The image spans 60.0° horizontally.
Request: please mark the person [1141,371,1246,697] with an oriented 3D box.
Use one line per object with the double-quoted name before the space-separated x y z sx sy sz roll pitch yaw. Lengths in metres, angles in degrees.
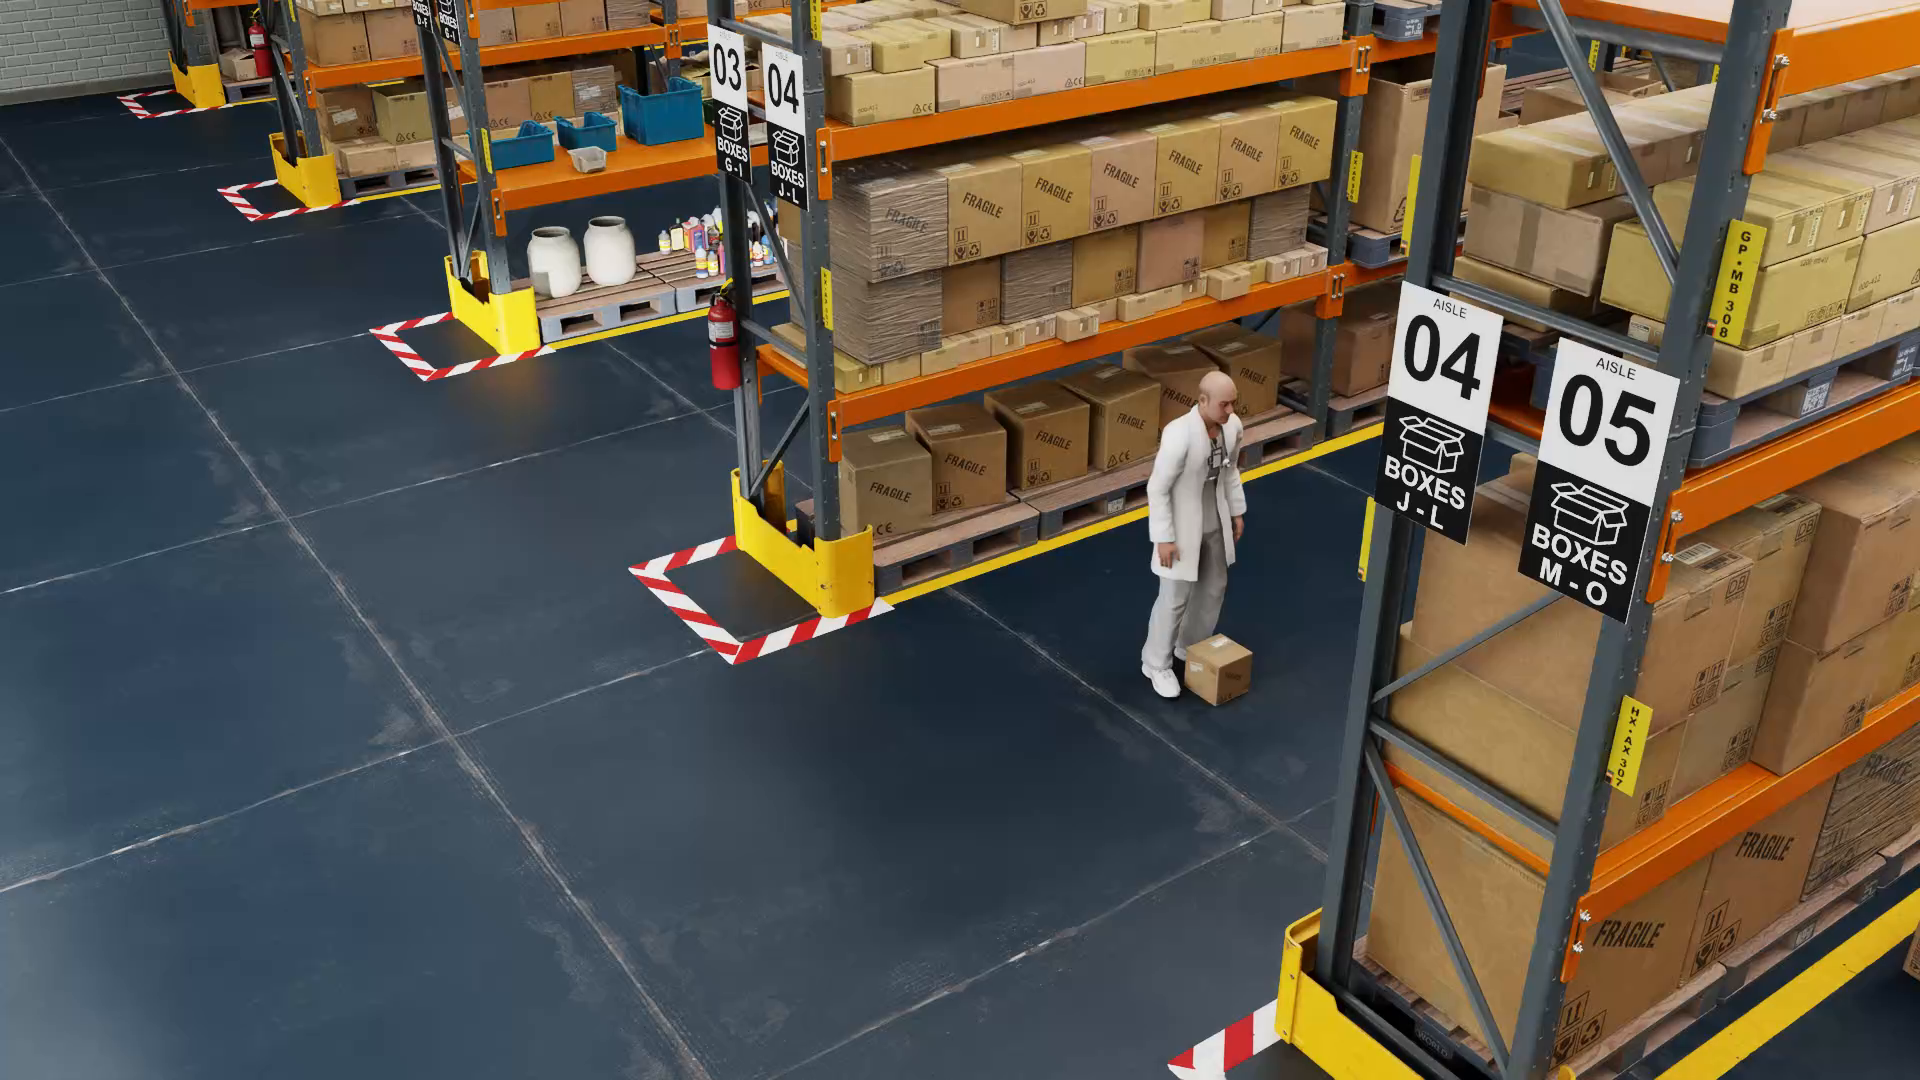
"person" 1.248 -0.067 8.764 0.656 1.774 0.417 -19 34 -32
